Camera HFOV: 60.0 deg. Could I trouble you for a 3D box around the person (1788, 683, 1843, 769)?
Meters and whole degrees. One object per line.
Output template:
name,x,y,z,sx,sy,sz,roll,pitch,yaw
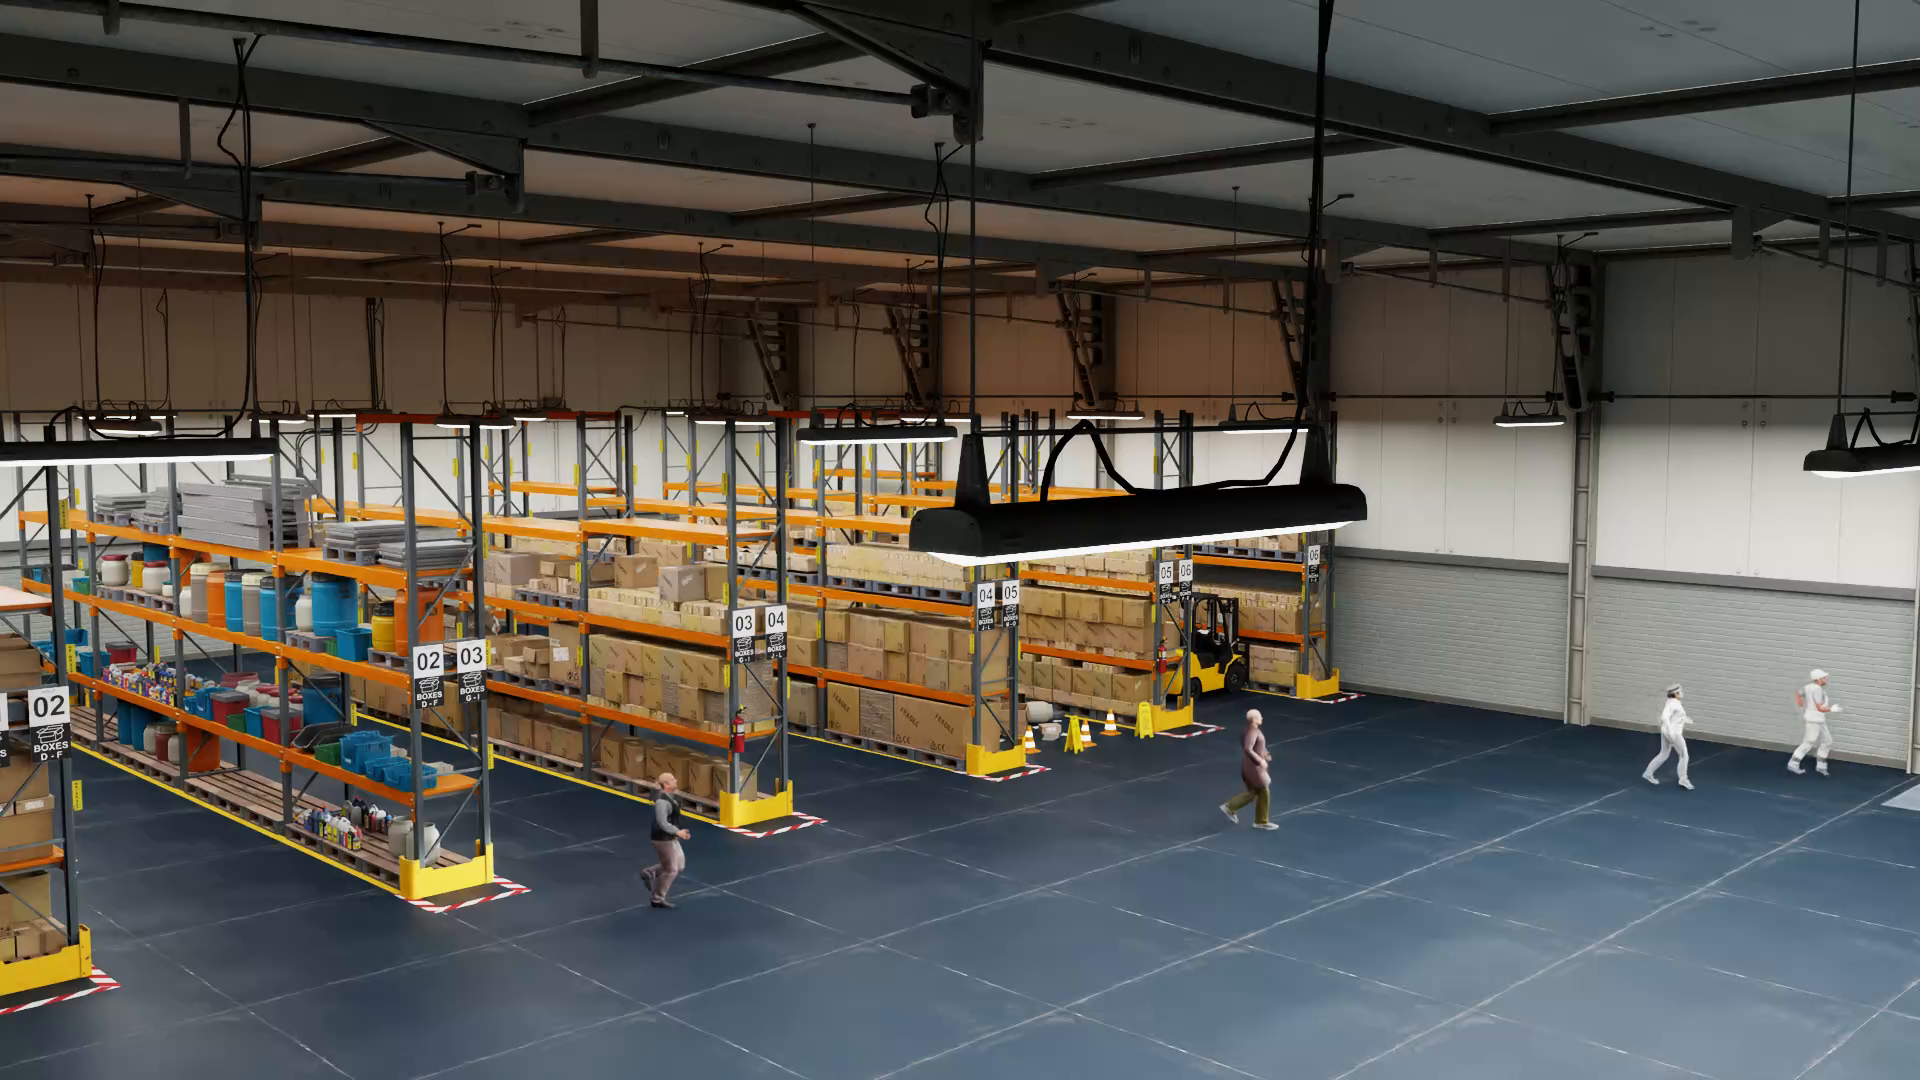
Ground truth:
person,14.182,3.091,27.557,0.757,1.443,0.609,2,5,23

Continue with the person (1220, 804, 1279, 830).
person,4.233,4.039,24.358,0.861,0.373,0.215,0,5,-3

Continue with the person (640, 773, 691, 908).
person,-3.662,3.706,20.653,0.646,1.686,0.584,0,5,-6

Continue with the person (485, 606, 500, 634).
person,-10.458,1.859,36.879,0.603,0.794,0.539,-5,7,-43

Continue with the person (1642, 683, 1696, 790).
person,11.461,3.160,26.797,0.794,1.729,0.440,0,5,3
